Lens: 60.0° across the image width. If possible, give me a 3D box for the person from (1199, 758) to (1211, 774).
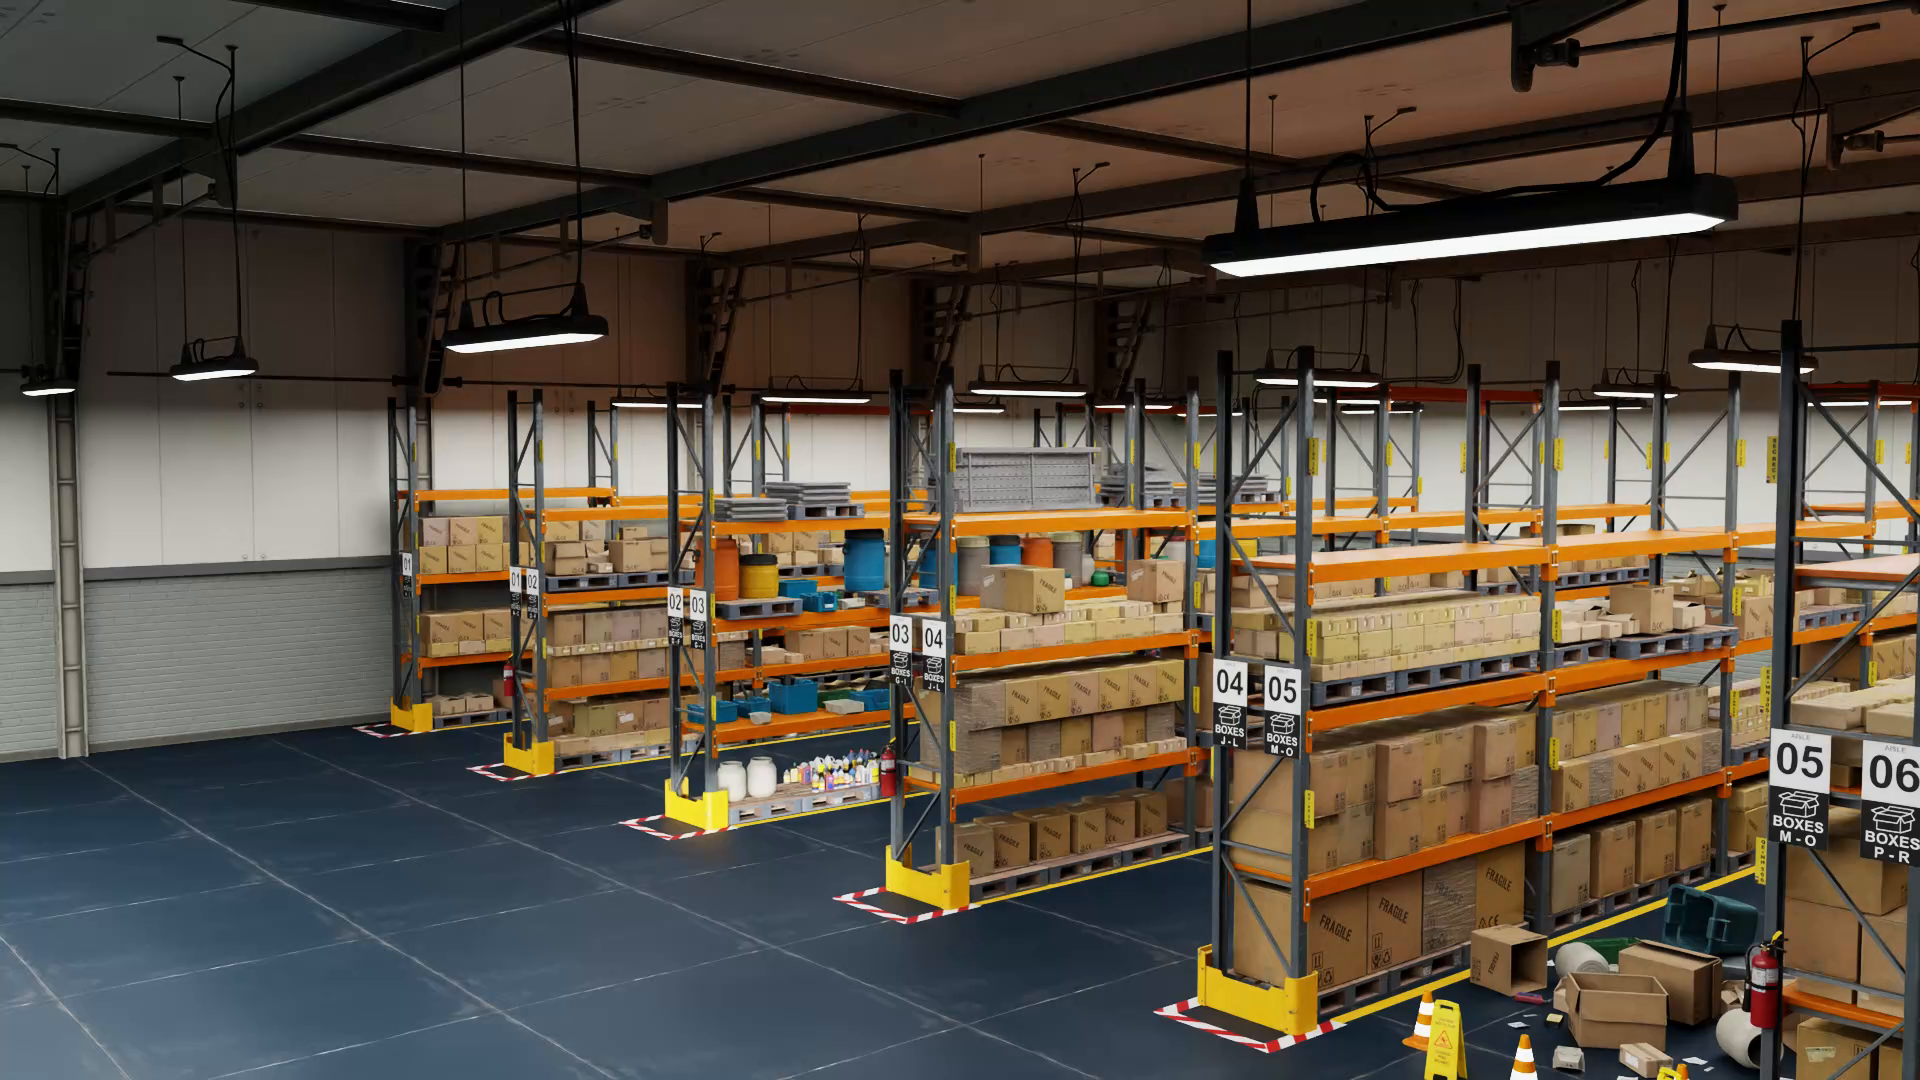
[{"bbox_3d":[3.710,2.909,24.379,0.655,1.679,0.497,-1,4,-20],"label":"person"}]
